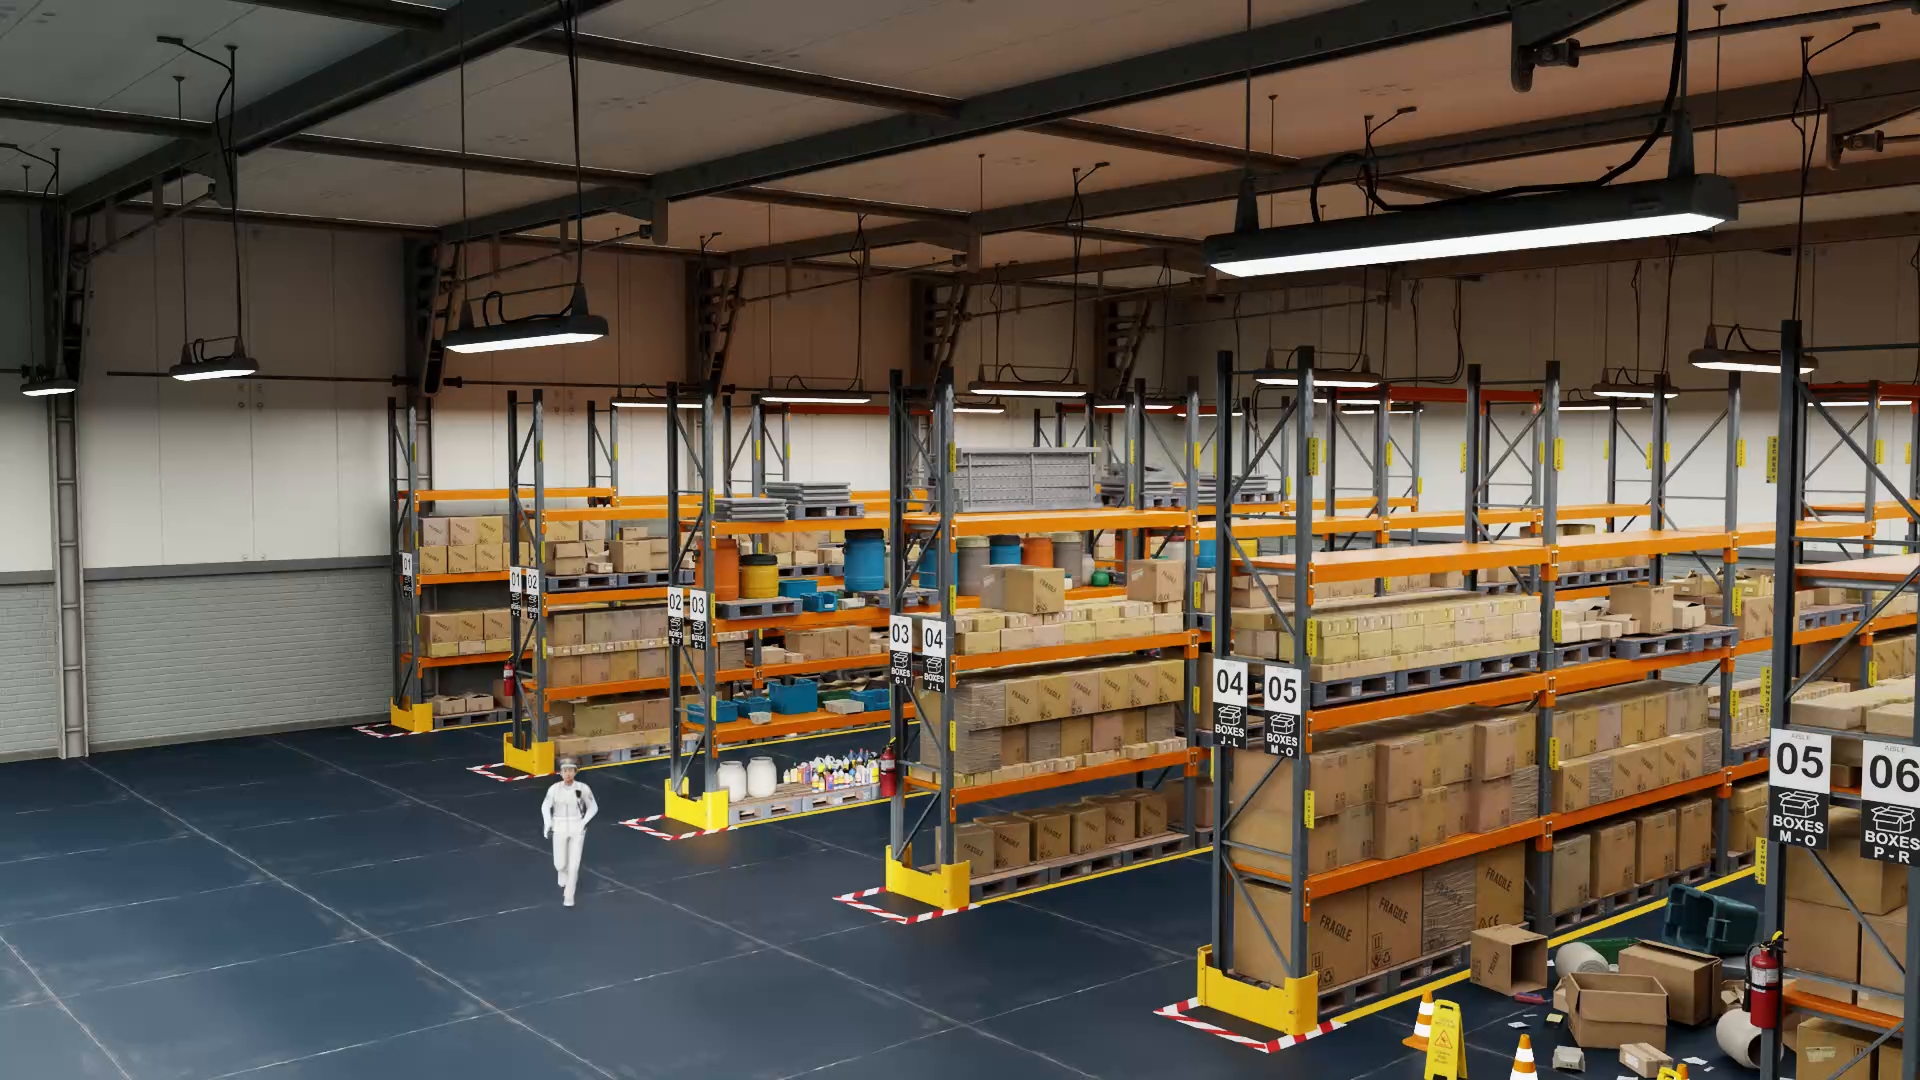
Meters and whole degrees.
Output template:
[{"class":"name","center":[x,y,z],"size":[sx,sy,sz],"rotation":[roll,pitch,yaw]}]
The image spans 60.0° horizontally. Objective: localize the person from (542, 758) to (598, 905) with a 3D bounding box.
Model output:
[{"class":"person","center":[-4.388,3.256,18.677],"size":[0.624,1.646,0.544],"rotation":[0,3,-8]}]

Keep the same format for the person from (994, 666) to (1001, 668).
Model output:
[{"class":"person","center":[0.742,2.727,28.379],"size":[0.707,1.627,0.526],"rotation":[-3,5,-43]}]

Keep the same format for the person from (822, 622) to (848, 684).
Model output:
[{"class":"person","center":[-2.466,2.346,33.198],"size":[0.675,1.759,0.688],"rotation":[2,4,35]}]

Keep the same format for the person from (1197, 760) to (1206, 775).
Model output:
[{"class":"person","center":[3.612,2.825,25.640],"size":[0.678,1.706,0.544],"rotation":[-3,5,-45]}]
